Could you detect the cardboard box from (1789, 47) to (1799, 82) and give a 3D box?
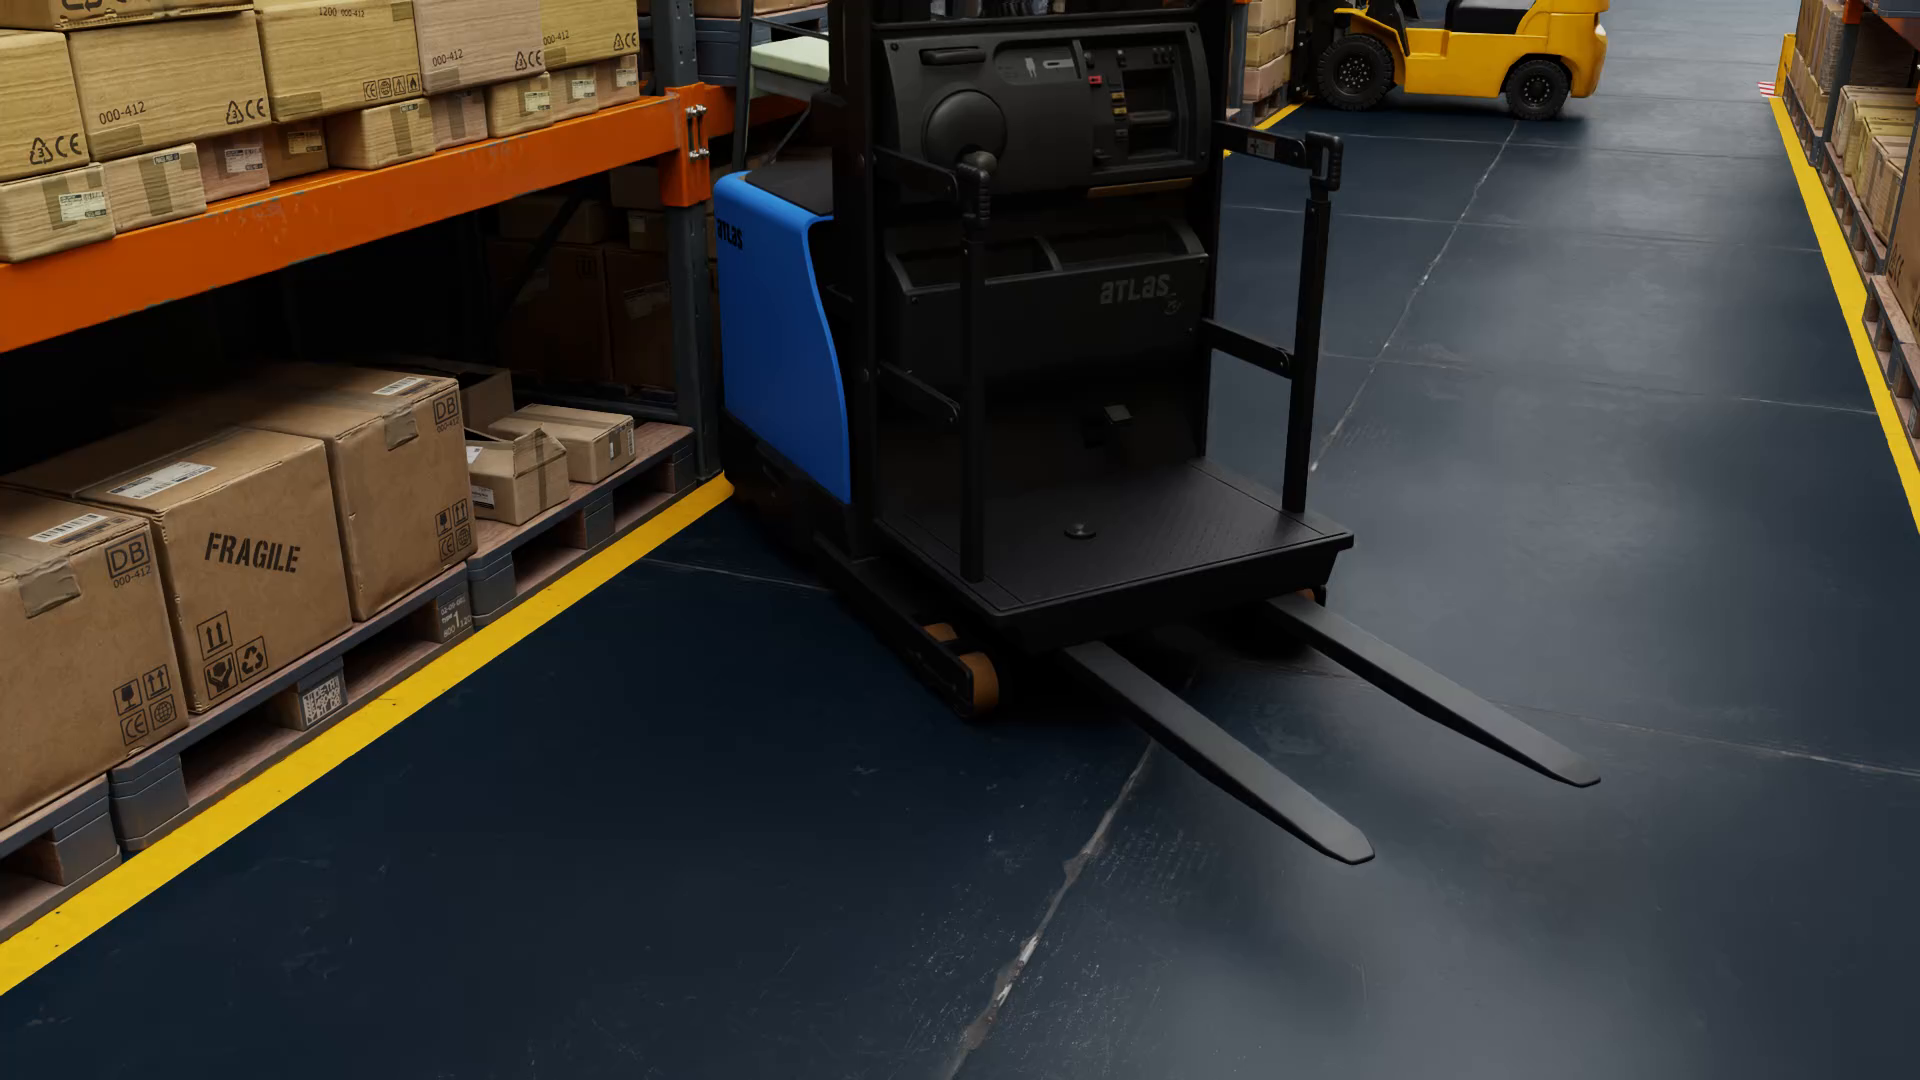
[{"bbox_3d":[7.191,-3.931,13.791,0.500,0.250,0.500,9,24,20],"label":"cardboard box"}]

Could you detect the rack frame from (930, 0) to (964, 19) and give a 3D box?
[{"bbox_3d":[-0.251,-1.283,6.095,0.400,1.500,0.023,20,29,22],"label":"rack frame"}]

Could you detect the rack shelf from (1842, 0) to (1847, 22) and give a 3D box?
[{"bbox_3d":[7.005,-4.207,12.364,1.077,0.370,4.000,9,24,20],"label":"rack shelf"}]

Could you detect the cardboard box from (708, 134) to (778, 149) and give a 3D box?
[{"bbox_3d":[-1.009,-1.652,7.169,0.380,0.149,0.250,9,24,21],"label":"cardboard box"}]

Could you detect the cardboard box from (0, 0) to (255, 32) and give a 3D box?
[{"bbox_3d":[-1.830,-1.313,3.338,0.500,0.500,0.500,9,24,21],"label":"cardboard box"}]

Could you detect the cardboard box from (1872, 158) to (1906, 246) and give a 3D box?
[{"bbox_3d":[4.995,-1.574,7.991,0.950,0.372,0.625,7,24,16],"label":"cardboard box"}]

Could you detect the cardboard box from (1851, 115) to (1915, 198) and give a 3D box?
[{"bbox_3d":[5.549,-2.110,9.273,0.950,0.372,0.625,10,25,22],"label":"cardboard box"}]

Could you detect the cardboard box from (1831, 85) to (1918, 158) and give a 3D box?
[{"bbox_3d":[6.069,-2.617,10.487,0.950,0.372,0.625,9,24,21],"label":"cardboard box"}]

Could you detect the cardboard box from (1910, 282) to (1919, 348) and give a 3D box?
[{"bbox_3d":[4.107,-1.051,6.087,0.875,0.875,0.875,9,24,21],"label":"cardboard box"}]

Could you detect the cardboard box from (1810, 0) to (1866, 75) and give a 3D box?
[{"bbox_3d":[6.608,-3.710,12.289,0.500,0.500,0.500,10,25,23],"label":"cardboard box"}]

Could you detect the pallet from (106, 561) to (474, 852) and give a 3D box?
[{"bbox_3d":[-2.027,0.301,4.256,1.003,0.211,1.213,9,24,20],"label":"pallet"}]

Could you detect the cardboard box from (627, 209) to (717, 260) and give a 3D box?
[{"bbox_3d":[-0.939,-1.100,5.848,0.380,0.149,0.250,10,25,23],"label":"cardboard box"}]

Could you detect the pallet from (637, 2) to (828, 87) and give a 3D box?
[{"bbox_3d":[-0.921,-1.852,6.040,1.003,0.211,1.213,9,24,20],"label":"pallet"}]

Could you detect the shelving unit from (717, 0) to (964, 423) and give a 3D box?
[{"bbox_3d":[-0.424,-1.155,5.798,0.431,1.500,0.755,20,29,22],"label":"shelving unit"}]

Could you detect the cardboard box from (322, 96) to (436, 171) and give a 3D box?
[{"bbox_3d":[-1.546,-1.025,4.139,0.380,0.149,0.250,8,24,19],"label":"cardboard box"}]

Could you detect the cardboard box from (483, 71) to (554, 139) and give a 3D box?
[{"bbox_3d":[-1.354,-1.211,4.583,0.380,0.149,0.250,9,24,21],"label":"cardboard box"}]

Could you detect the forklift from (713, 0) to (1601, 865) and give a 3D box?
[{"bbox_3d":[0.342,-1.103,4.087,1.130,2.935,3.031,-11,25,-26],"label":"forklift"}]

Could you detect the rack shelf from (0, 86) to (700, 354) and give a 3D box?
[{"bbox_3d":[-2.062,-0.622,3.781,1.077,0.370,4.000,9,24,20],"label":"rack shelf"}]

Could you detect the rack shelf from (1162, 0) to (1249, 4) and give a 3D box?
[{"bbox_3d":[0.909,-3.485,10.635,1.077,0.370,4.000,9,24,20],"label":"rack shelf"}]

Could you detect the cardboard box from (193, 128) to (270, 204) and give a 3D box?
[{"bbox_3d":[-1.793,-0.854,3.729,0.380,0.149,0.250,9,24,20],"label":"cardboard box"}]

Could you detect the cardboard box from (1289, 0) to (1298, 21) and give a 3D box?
[{"bbox_3d":[2.497,-4.408,13.638,0.500,0.250,0.500,10,25,22],"label":"cardboard box"}]

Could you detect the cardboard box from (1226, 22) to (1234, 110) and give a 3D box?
[{"bbox_3d":[1.469,-3.442,12.135,0.875,0.625,0.625,10,25,22],"label":"cardboard box"}]

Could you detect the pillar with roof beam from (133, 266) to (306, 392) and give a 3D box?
[{"bbox_3d":[1.582,-3.702,2.436,9.100,9.000,0.400,9,24,20],"label":"pillar with roof beam"}]

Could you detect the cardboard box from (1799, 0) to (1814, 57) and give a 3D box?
[{"bbox_3d":[6.993,-4.080,13.177,0.500,0.500,0.500,8,24,18],"label":"cardboard box"}]

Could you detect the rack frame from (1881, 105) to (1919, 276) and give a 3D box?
[{"bbox_3d":[4.776,-2.392,7.085,1.000,3.000,0.127,9,24,20],"label":"rack frame"}]

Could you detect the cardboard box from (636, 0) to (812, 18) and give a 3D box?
[{"bbox_3d":[-0.932,-2.051,5.593,0.700,0.500,0.500,9,24,21],"label":"cardboard box"}]

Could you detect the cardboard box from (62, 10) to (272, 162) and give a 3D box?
[{"bbox_3d":[-1.844,-0.979,3.510,0.500,0.250,0.500,8,24,19],"label":"cardboard box"}]

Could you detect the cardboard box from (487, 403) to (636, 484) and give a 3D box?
[{"bbox_3d":[-1.254,-0.307,5.246,0.380,0.149,0.250,8,24,18],"label":"cardboard box"}]

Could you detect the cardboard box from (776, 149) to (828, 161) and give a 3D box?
[{"bbox_3d":[-0.607,-1.488,6.776,0.380,0.149,0.250,9,24,20],"label":"cardboard box"}]

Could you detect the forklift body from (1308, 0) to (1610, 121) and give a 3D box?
[{"bbox_3d":[4.127,-4.633,13.550,2.313,2.155,1.214,9,24,20],"label":"forklift body"}]

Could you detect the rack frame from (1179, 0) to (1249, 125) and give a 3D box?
[{"bbox_3d":[1.652,-4.533,12.210,1.000,3.000,0.127,9,24,20],"label":"rack frame"}]

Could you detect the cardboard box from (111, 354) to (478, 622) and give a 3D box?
[{"bbox_3d":[-1.751,-0.156,4.430,0.700,0.500,0.500,8,24,18],"label":"cardboard box"}]

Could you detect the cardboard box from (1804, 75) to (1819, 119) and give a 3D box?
[{"bbox_3d":[6.421,-3.190,12.019,0.500,0.250,0.500,8,24,19],"label":"cardboard box"}]

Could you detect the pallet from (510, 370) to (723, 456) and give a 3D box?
[{"bbox_3d":[-1.053,-0.680,6.603,1.003,0.211,1.213,9,24,20],"label":"pallet"}]

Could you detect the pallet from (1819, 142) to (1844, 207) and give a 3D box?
[{"bbox_3d":[5.974,-2.258,10.381,1.003,0.211,1.213,9,24,20],"label":"pallet"}]

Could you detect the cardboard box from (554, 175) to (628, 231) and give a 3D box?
[{"bbox_3d":[-1.358,-1.277,6.273,0.380,0.149,0.250,9,24,20],"label":"cardboard box"}]

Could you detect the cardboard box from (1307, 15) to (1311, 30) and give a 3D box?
[{"bbox_3d":[2.690,-4.357,14.162,0.500,0.250,0.500,9,24,20],"label":"cardboard box"}]

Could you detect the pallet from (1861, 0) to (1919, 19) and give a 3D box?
[{"bbox_3d":[4.942,-2.574,7.769,1.213,0.211,1.003,9,24,20],"label":"pallet"}]

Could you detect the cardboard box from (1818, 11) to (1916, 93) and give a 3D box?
[{"bbox_3d":[6.233,-3.345,11.415,0.500,0.500,0.500,8,24,19],"label":"cardboard box"}]

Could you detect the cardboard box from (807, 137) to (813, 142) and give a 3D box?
[{"bbox_3d":[-0.439,-1.677,7.229,0.380,0.149,0.250,9,24,20],"label":"cardboard box"}]

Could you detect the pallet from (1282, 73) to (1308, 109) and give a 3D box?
[{"bbox_3d":[2.438,-3.963,14.463,1.003,0.211,1.213,9,24,20],"label":"pallet"}]

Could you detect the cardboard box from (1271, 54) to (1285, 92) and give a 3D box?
[{"bbox_3d":[2.313,-3.767,13.400,0.500,0.250,0.500,8,24,19],"label":"cardboard box"}]

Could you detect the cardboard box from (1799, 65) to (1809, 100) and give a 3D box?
[{"bbox_3d":[6.804,-3.552,12.885,0.500,0.250,0.500,11,25,24],"label":"cardboard box"}]

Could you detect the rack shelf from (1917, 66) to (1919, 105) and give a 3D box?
[{"bbox_3d":[4.033,-1.344,5.510,1.077,0.370,4.000,9,24,20],"label":"rack shelf"}]

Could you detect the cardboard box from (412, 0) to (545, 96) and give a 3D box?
[{"bbox_3d":[-1.455,-1.339,4.373,0.500,0.250,0.500,9,24,20],"label":"cardboard box"}]

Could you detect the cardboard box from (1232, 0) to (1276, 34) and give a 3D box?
[{"bbox_3d":[2.123,-4.047,12.773,0.500,0.250,0.500,8,24,19],"label":"cardboard box"}]

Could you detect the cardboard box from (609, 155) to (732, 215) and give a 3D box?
[{"bbox_3d":[-0.996,-1.246,5.811,0.380,0.149,0.250,8,24,19],"label":"cardboard box"}]

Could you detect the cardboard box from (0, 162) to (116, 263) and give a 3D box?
[{"bbox_3d":[-1.904,-0.655,3.252,0.380,0.149,0.250,8,24,19],"label":"cardboard box"}]

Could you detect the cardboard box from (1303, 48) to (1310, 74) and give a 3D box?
[{"bbox_3d":[2.697,-4.132,14.274,0.500,0.250,0.500,10,25,22],"label":"cardboard box"}]

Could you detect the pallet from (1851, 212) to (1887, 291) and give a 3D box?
[{"bbox_3d":[5.068,-1.385,8.291,1.003,0.211,1.213,9,24,20],"label":"pallet"}]

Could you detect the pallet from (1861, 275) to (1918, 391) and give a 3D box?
[{"bbox_3d":[4.413,-0.834,6.972,1.003,0.211,1.213,9,24,20],"label":"pallet"}]

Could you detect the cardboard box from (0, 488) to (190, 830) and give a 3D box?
[{"bbox_3d":[-2.137,0.216,3.540,0.700,0.500,0.500,10,25,22],"label":"cardboard box"}]

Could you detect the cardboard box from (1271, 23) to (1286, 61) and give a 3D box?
[{"bbox_3d":[2.304,-3.998,13.303,0.500,0.250,0.500,9,24,20],"label":"cardboard box"}]

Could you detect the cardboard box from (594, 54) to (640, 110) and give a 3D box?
[{"bbox_3d":[-1.203,-1.404,5.045,0.380,0.149,0.250,9,24,21],"label":"cardboard box"}]

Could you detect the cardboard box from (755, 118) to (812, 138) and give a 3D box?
[{"bbox_3d":[-0.748,-1.828,7.592,0.380,0.149,0.250,9,24,20],"label":"cardboard box"}]

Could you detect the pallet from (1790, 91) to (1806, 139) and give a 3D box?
[{"bbox_3d":[6.930,-3.220,12.685,1.003,0.211,1.213,9,24,20],"label":"pallet"}]

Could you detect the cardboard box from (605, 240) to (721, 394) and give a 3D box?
[{"bbox_3d":[-0.931,-0.851,6.094,0.500,0.500,0.500,10,25,22],"label":"cardboard box"}]
